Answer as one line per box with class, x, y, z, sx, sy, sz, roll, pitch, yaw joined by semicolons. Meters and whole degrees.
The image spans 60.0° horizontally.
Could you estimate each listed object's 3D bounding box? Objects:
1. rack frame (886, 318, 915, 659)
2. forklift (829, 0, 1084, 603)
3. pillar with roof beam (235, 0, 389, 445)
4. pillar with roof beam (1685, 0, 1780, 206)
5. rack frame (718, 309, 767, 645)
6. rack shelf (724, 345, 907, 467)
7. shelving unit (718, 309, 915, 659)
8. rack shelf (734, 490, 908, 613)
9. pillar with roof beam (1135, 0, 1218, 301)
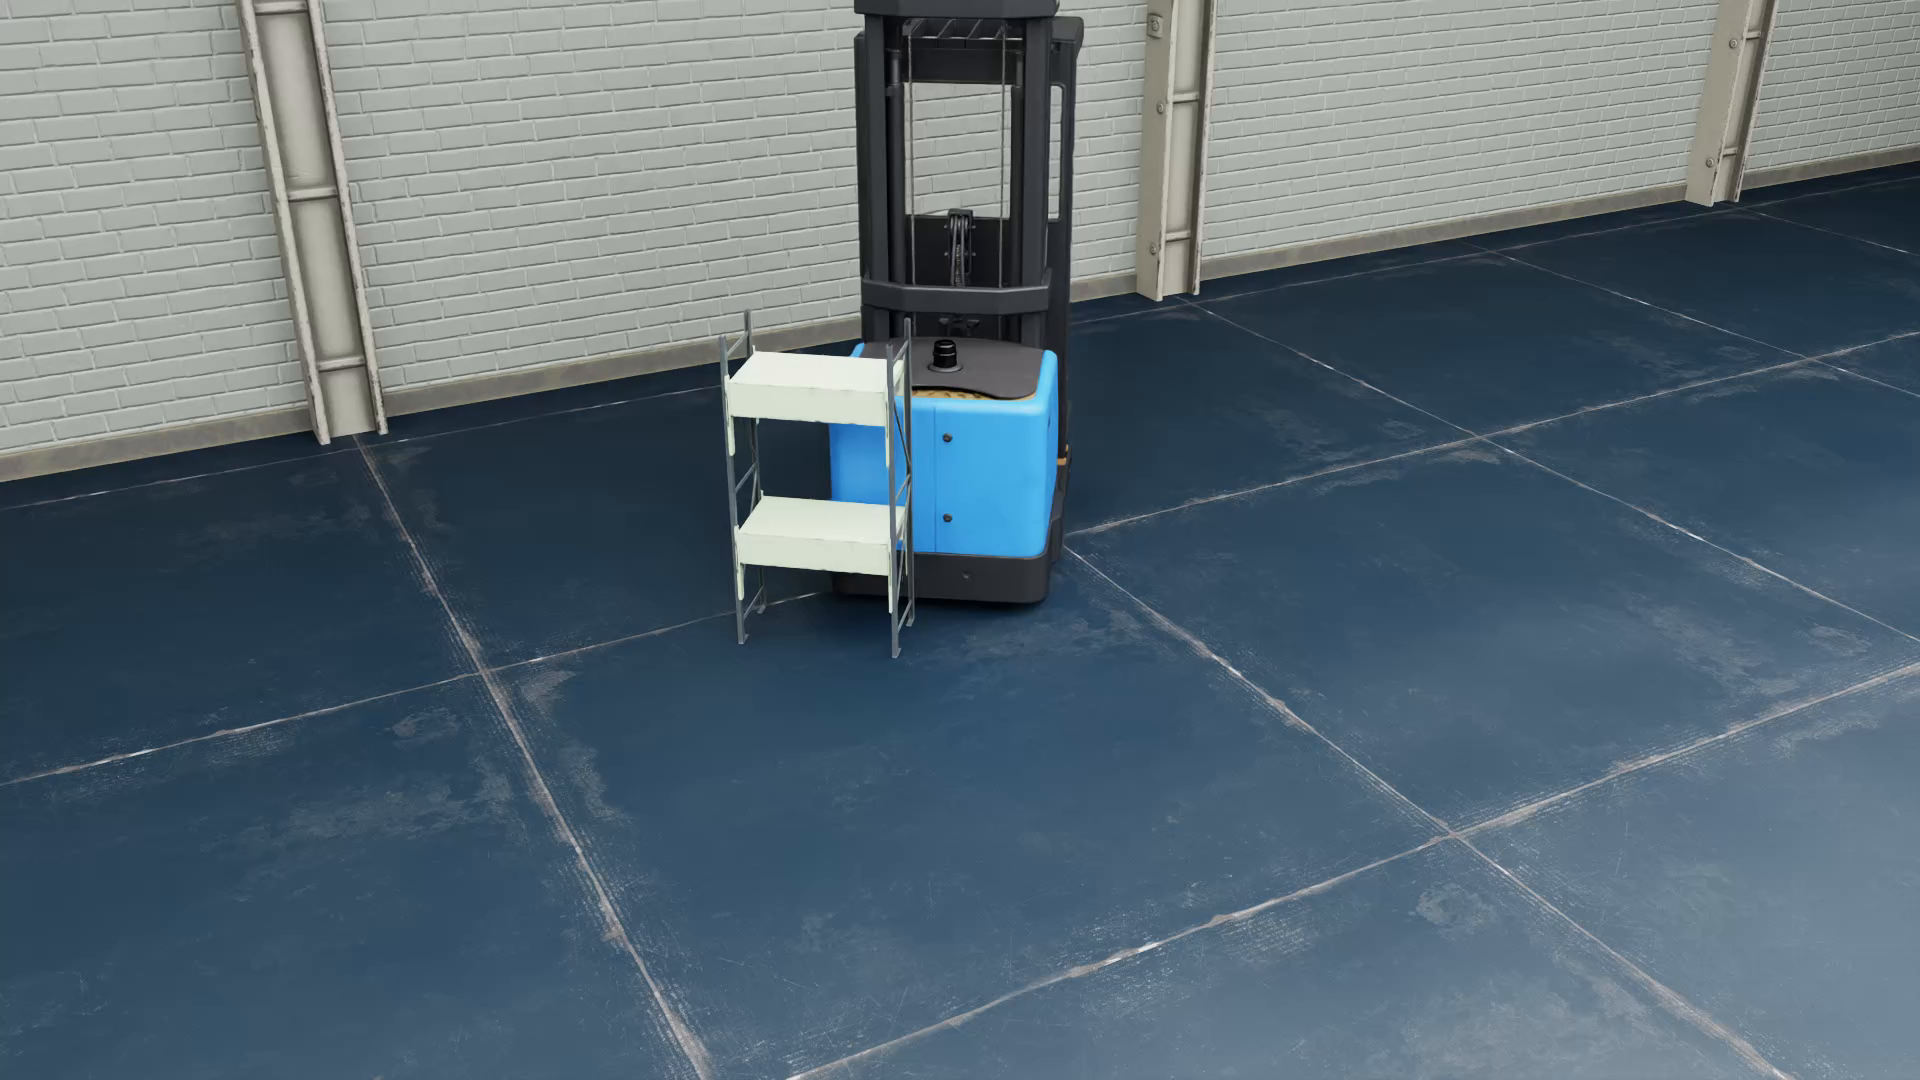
rack frame;-0.264;-0.217;7.470;0.023;1.500;0.400;5;26;9
forklift;0.054;-1.626;8.750;1.130;2.935;3.031;3;26;6
pillar with roof beam;-1.692;-3.080;4.769;0.400;9.000;9.100;-13;29;-25
pillar with roof beam;8.896;-5.524;9.859;0.400;9.000;9.100;-13;29;-25
rack frame;-0.984;-0.274;7.588;0.023;1.500;0.400;5;26;9
rack shelf;-0.624;-0.598;7.360;0.720;0.370;0.431;5;26;9
shelving unit;-0.624;-0.246;7.529;0.755;1.500;0.431;5;26;9
rack shelf;-0.624;0.048;7.670;0.720;0.370;0.431;5;26;9
pillar with roof beam;3.602;-4.302;7.314;0.400;9.000;9.100;-13;29;-25
